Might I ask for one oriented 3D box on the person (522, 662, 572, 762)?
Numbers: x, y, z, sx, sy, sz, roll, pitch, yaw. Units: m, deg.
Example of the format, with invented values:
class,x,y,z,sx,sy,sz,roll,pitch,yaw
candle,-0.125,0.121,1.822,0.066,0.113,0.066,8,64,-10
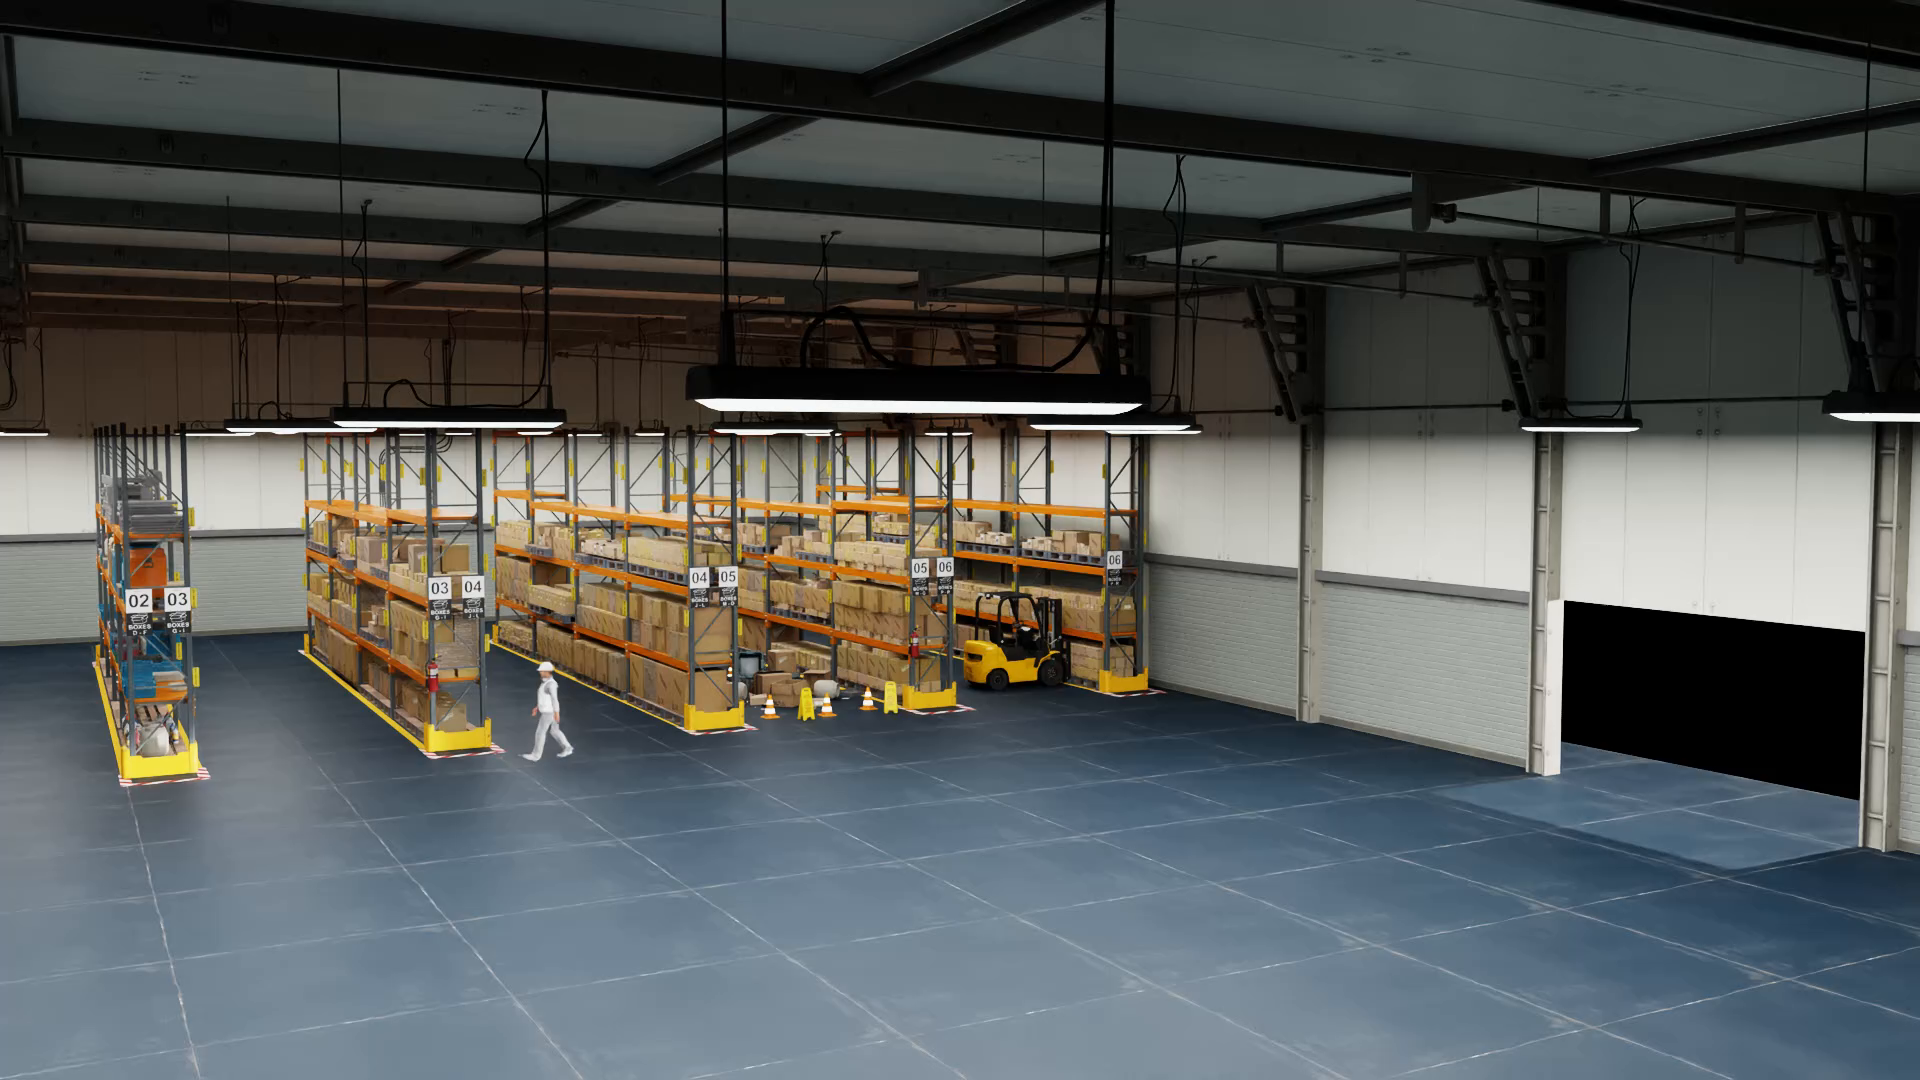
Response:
class,x,y,z,sx,sy,sz,roll,pitch,yaw
person,-7.380,3.053,29.723,0.874,1.755,0.544,-1,4,-14
